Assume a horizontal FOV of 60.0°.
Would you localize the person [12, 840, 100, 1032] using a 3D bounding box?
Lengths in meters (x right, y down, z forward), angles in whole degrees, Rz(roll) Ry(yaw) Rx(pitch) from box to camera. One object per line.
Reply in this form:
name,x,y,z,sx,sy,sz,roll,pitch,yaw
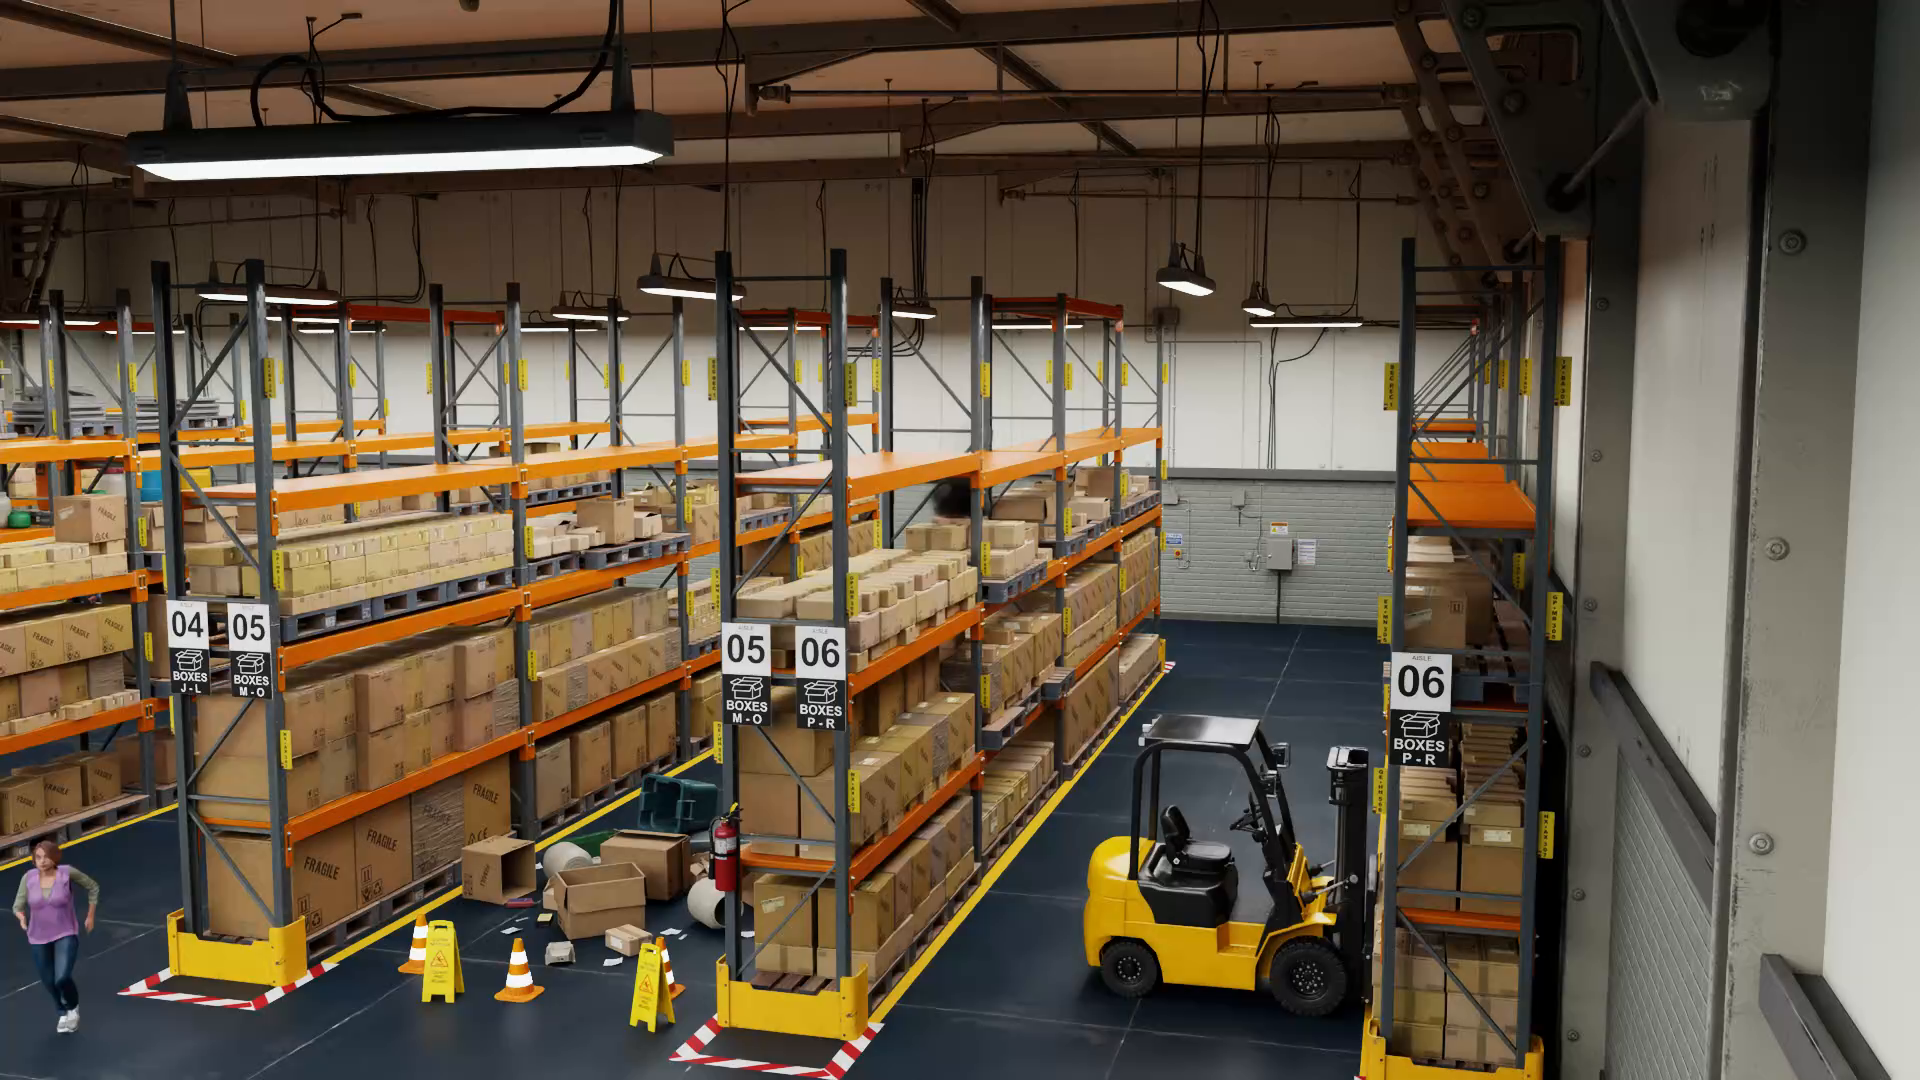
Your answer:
person,-6.916,3.050,12.706,0.560,1.557,0.671,-1,6,-13
